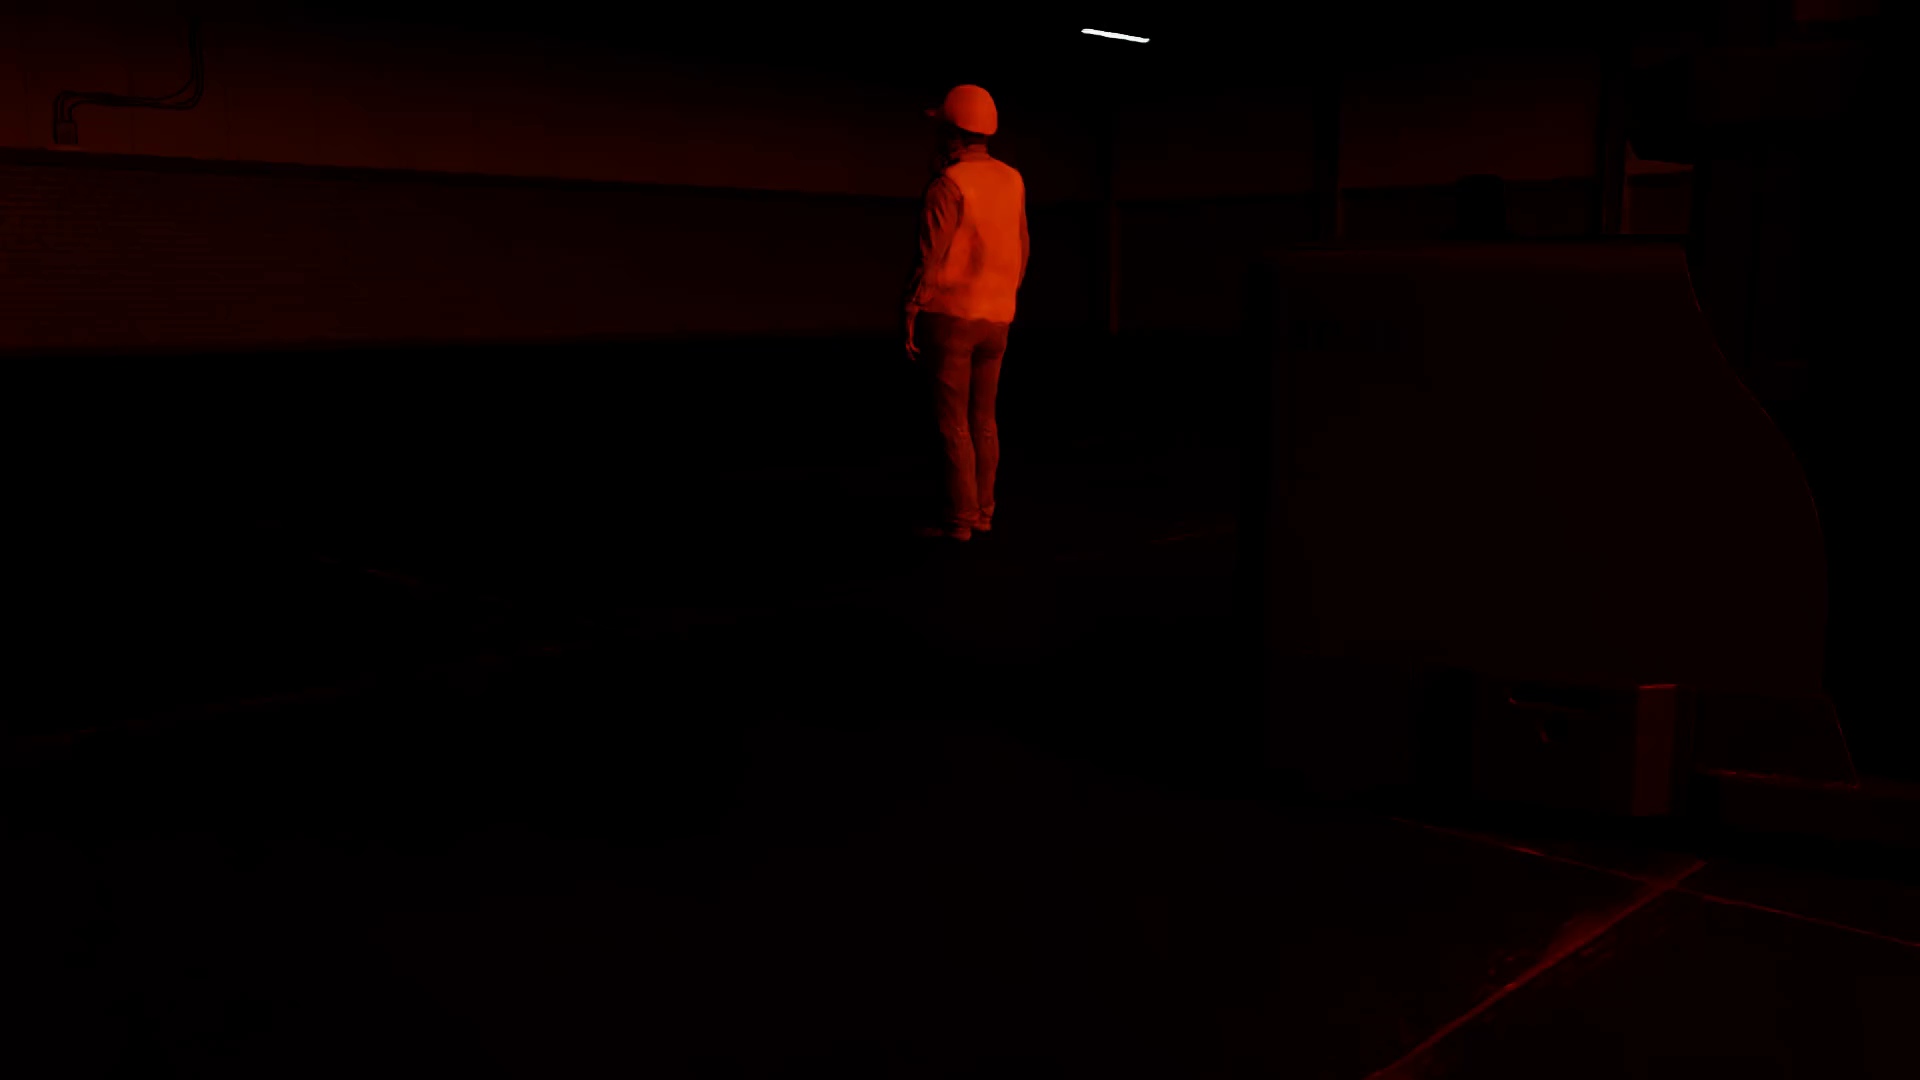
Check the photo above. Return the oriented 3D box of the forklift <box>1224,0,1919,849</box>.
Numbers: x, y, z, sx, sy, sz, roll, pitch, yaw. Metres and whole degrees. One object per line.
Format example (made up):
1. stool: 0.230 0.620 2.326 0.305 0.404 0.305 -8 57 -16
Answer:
1. forklift: 2.098 -0.917 2.962 3.031 2.935 1.130 4 9 24

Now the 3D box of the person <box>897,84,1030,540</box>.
1. person: -0.039 -0.892 6.633 0.567 1.773 0.632 8 12 43
